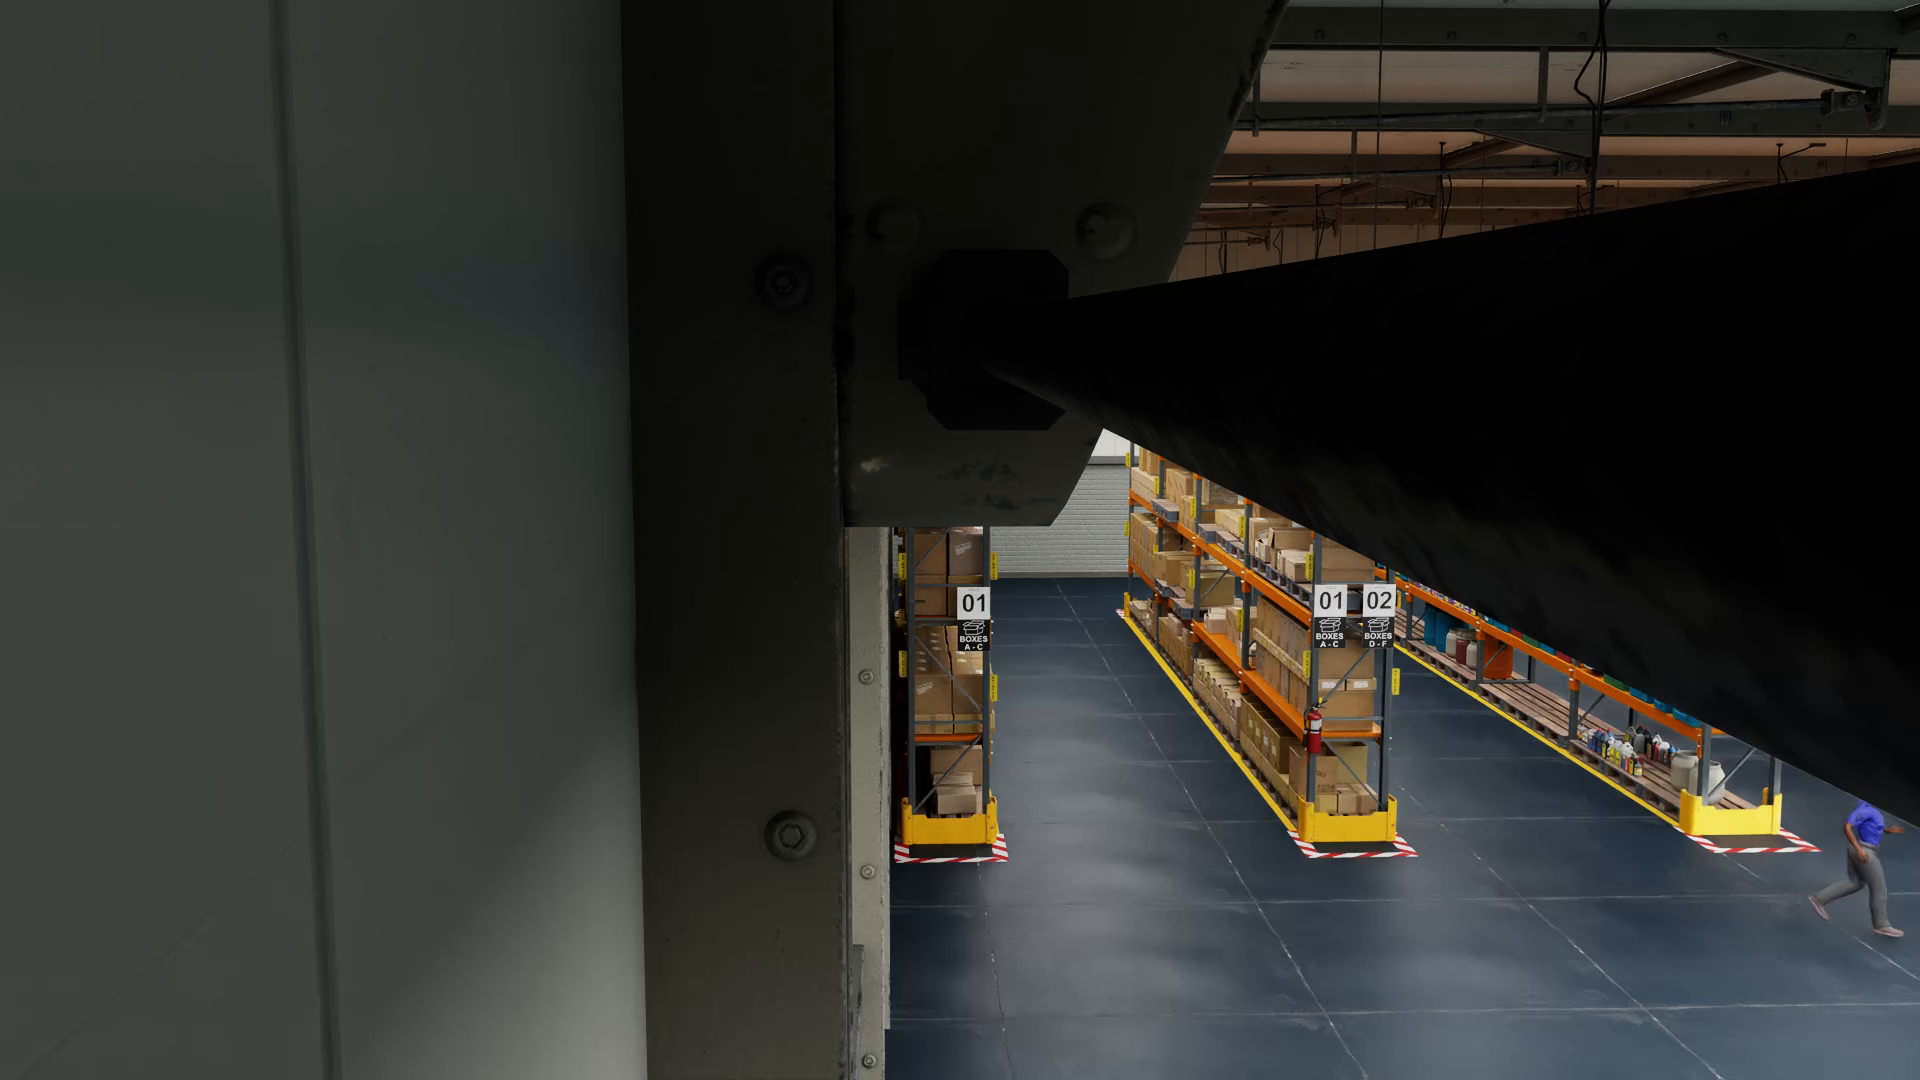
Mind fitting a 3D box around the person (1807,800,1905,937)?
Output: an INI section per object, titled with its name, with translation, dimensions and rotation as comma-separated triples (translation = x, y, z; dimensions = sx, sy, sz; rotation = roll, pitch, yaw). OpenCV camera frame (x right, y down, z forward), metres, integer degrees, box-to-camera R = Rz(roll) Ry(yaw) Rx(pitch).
[person]
translation = 9.385, 3.282, 17.341
dimensions = 0.911, 1.640, 0.576
rotation = 3, 8, 24
